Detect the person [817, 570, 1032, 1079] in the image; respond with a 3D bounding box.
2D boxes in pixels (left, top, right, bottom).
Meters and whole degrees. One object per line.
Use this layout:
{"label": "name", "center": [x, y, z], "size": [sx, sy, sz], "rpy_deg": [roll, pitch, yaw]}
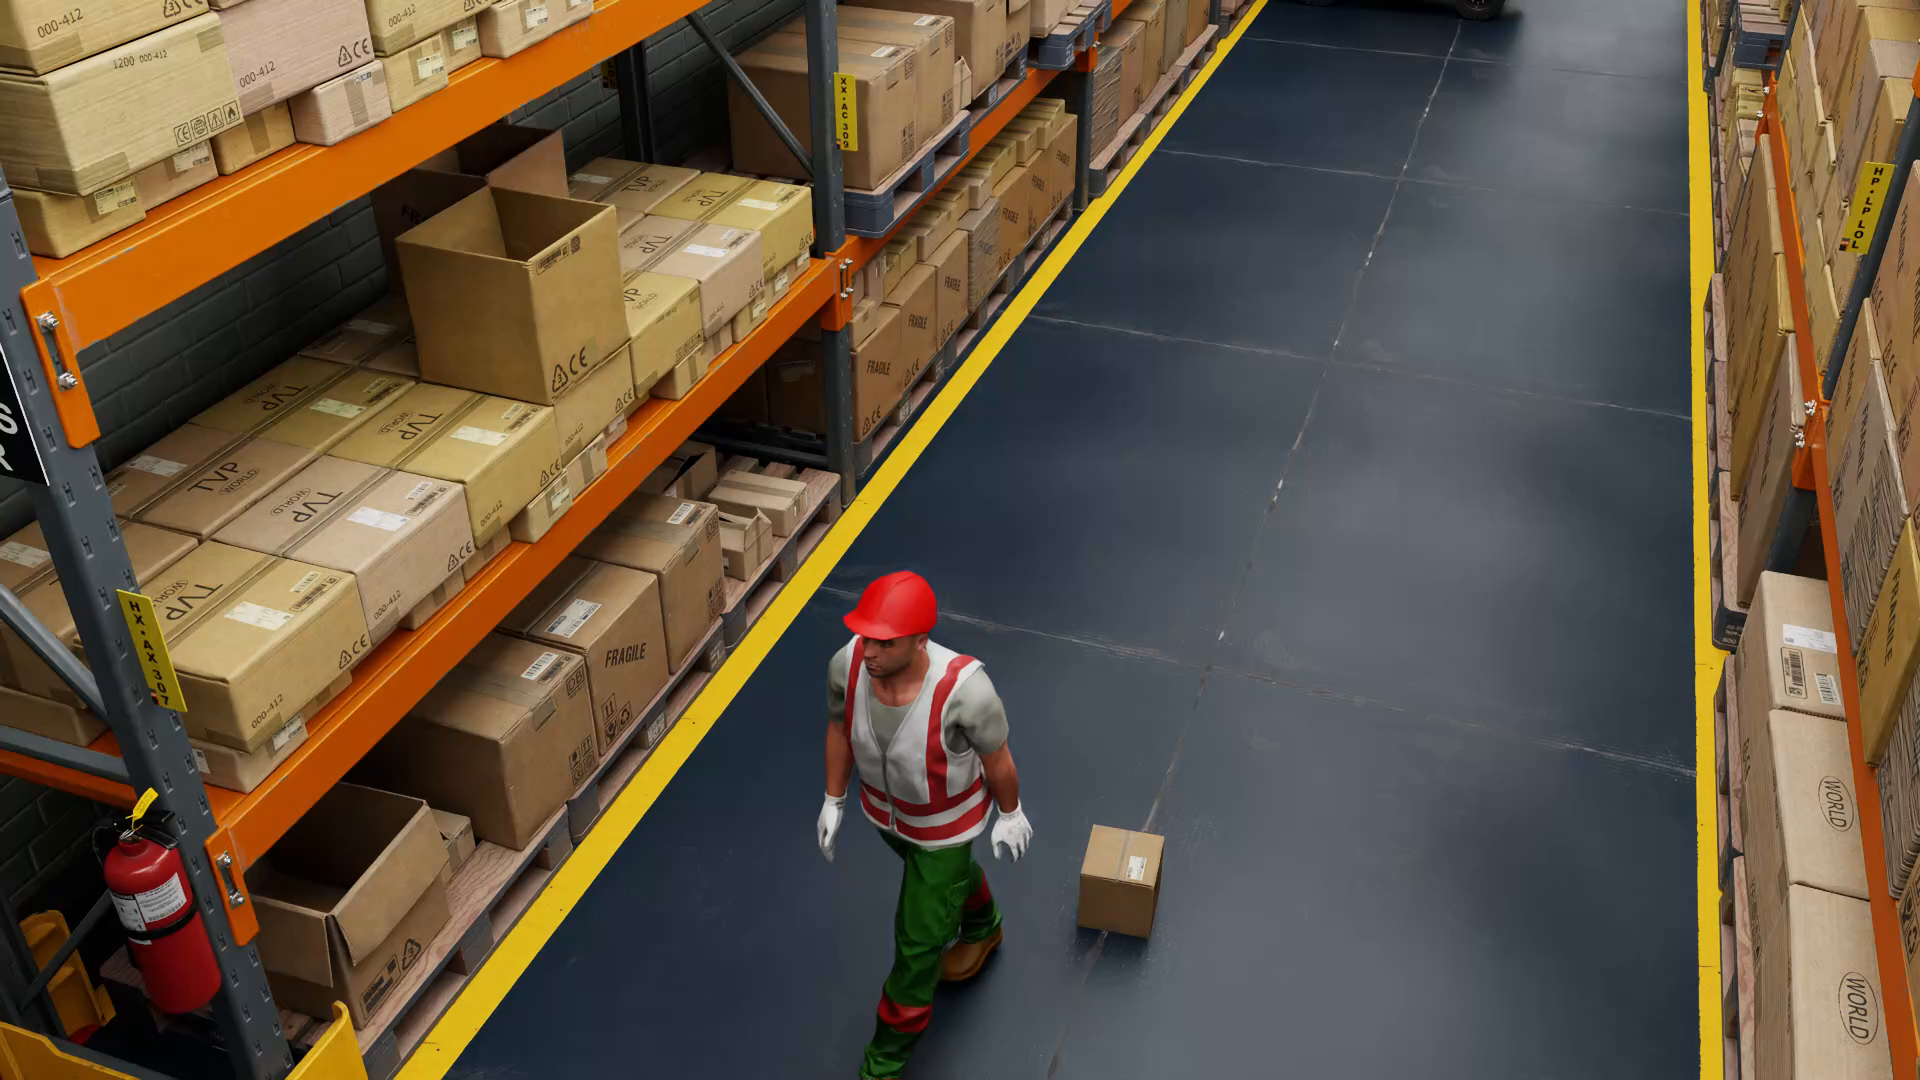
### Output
{"label": "person", "center": [-0.160, 0.819, 4.833], "size": [0.571, 1.724, 0.981], "rpy_deg": [22, 39, 30]}
